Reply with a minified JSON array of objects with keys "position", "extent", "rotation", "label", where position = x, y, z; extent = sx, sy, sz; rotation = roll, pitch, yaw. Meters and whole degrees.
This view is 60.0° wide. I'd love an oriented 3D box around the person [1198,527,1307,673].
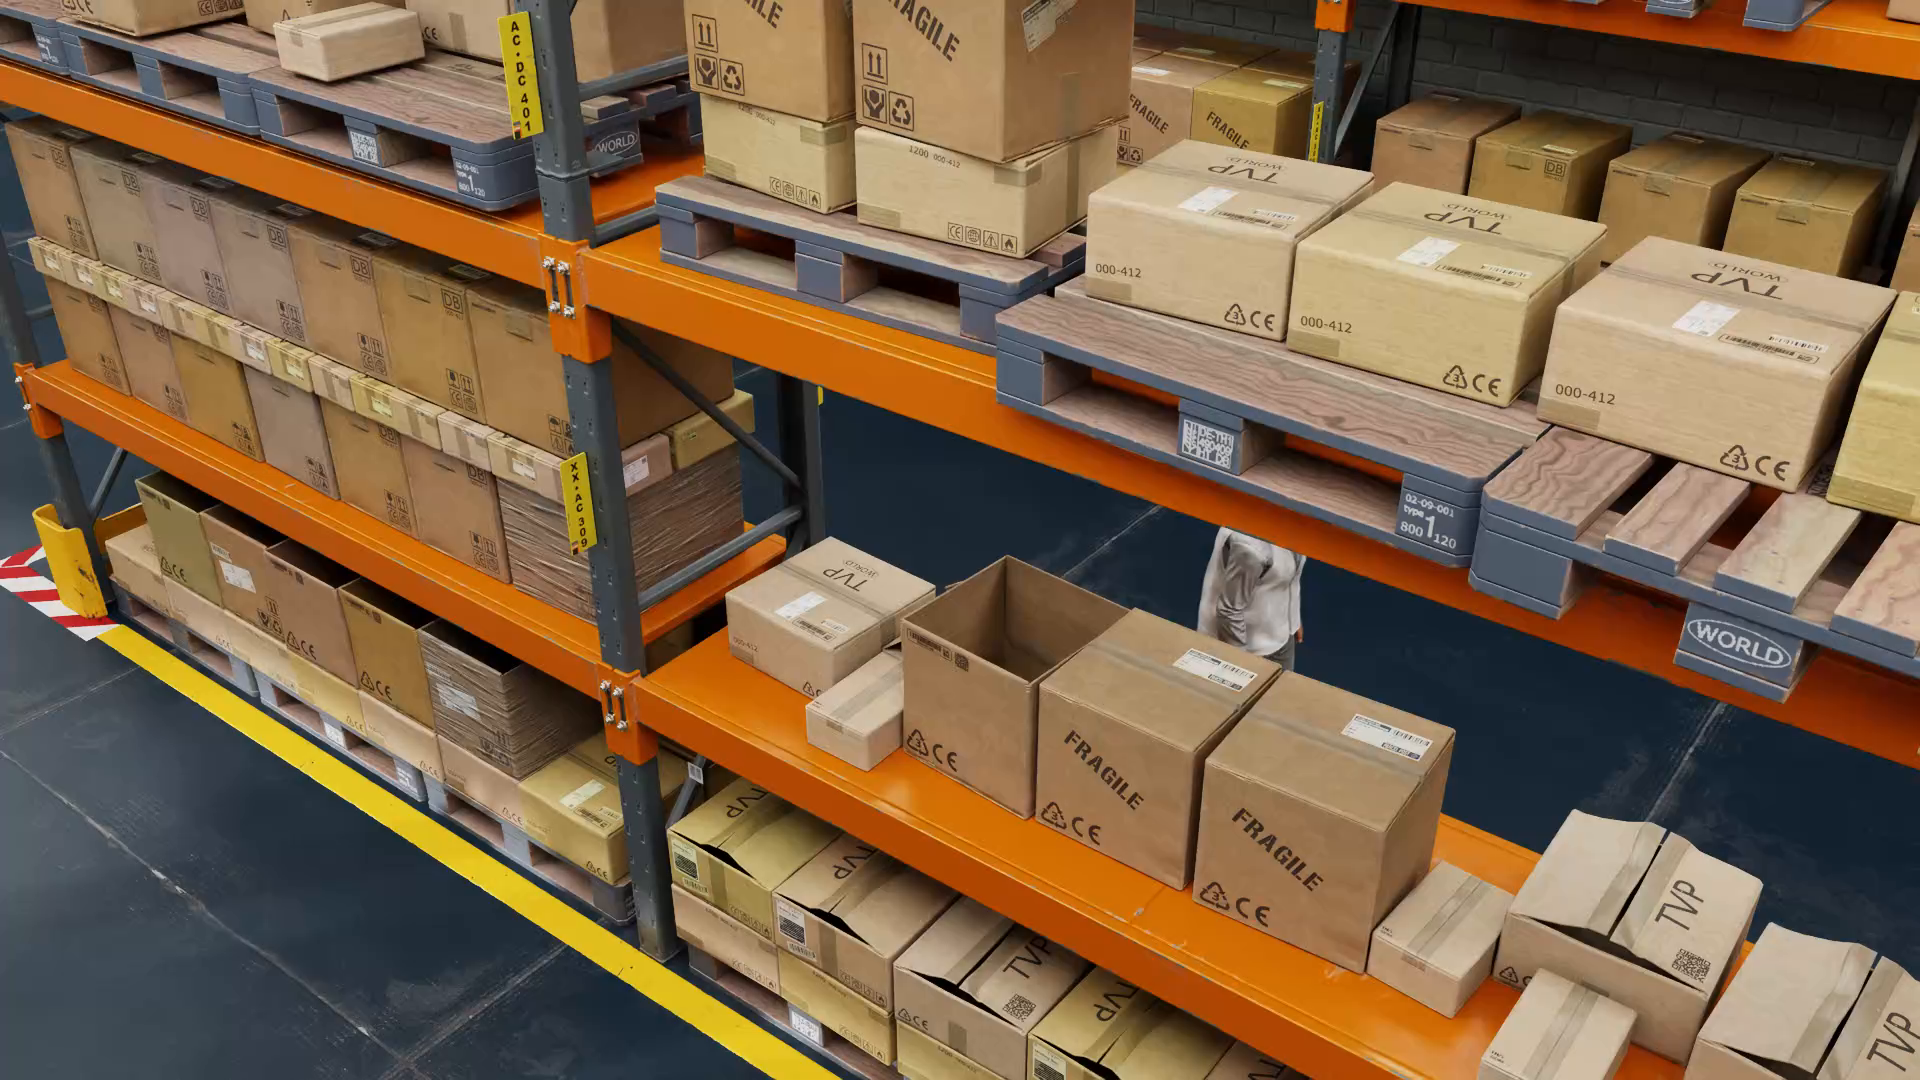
[{"position":[1.164,0.377,6.470],"extent":[0.457,1.773,0.594],"rotation":[19,36,29],"label":"person"}]
